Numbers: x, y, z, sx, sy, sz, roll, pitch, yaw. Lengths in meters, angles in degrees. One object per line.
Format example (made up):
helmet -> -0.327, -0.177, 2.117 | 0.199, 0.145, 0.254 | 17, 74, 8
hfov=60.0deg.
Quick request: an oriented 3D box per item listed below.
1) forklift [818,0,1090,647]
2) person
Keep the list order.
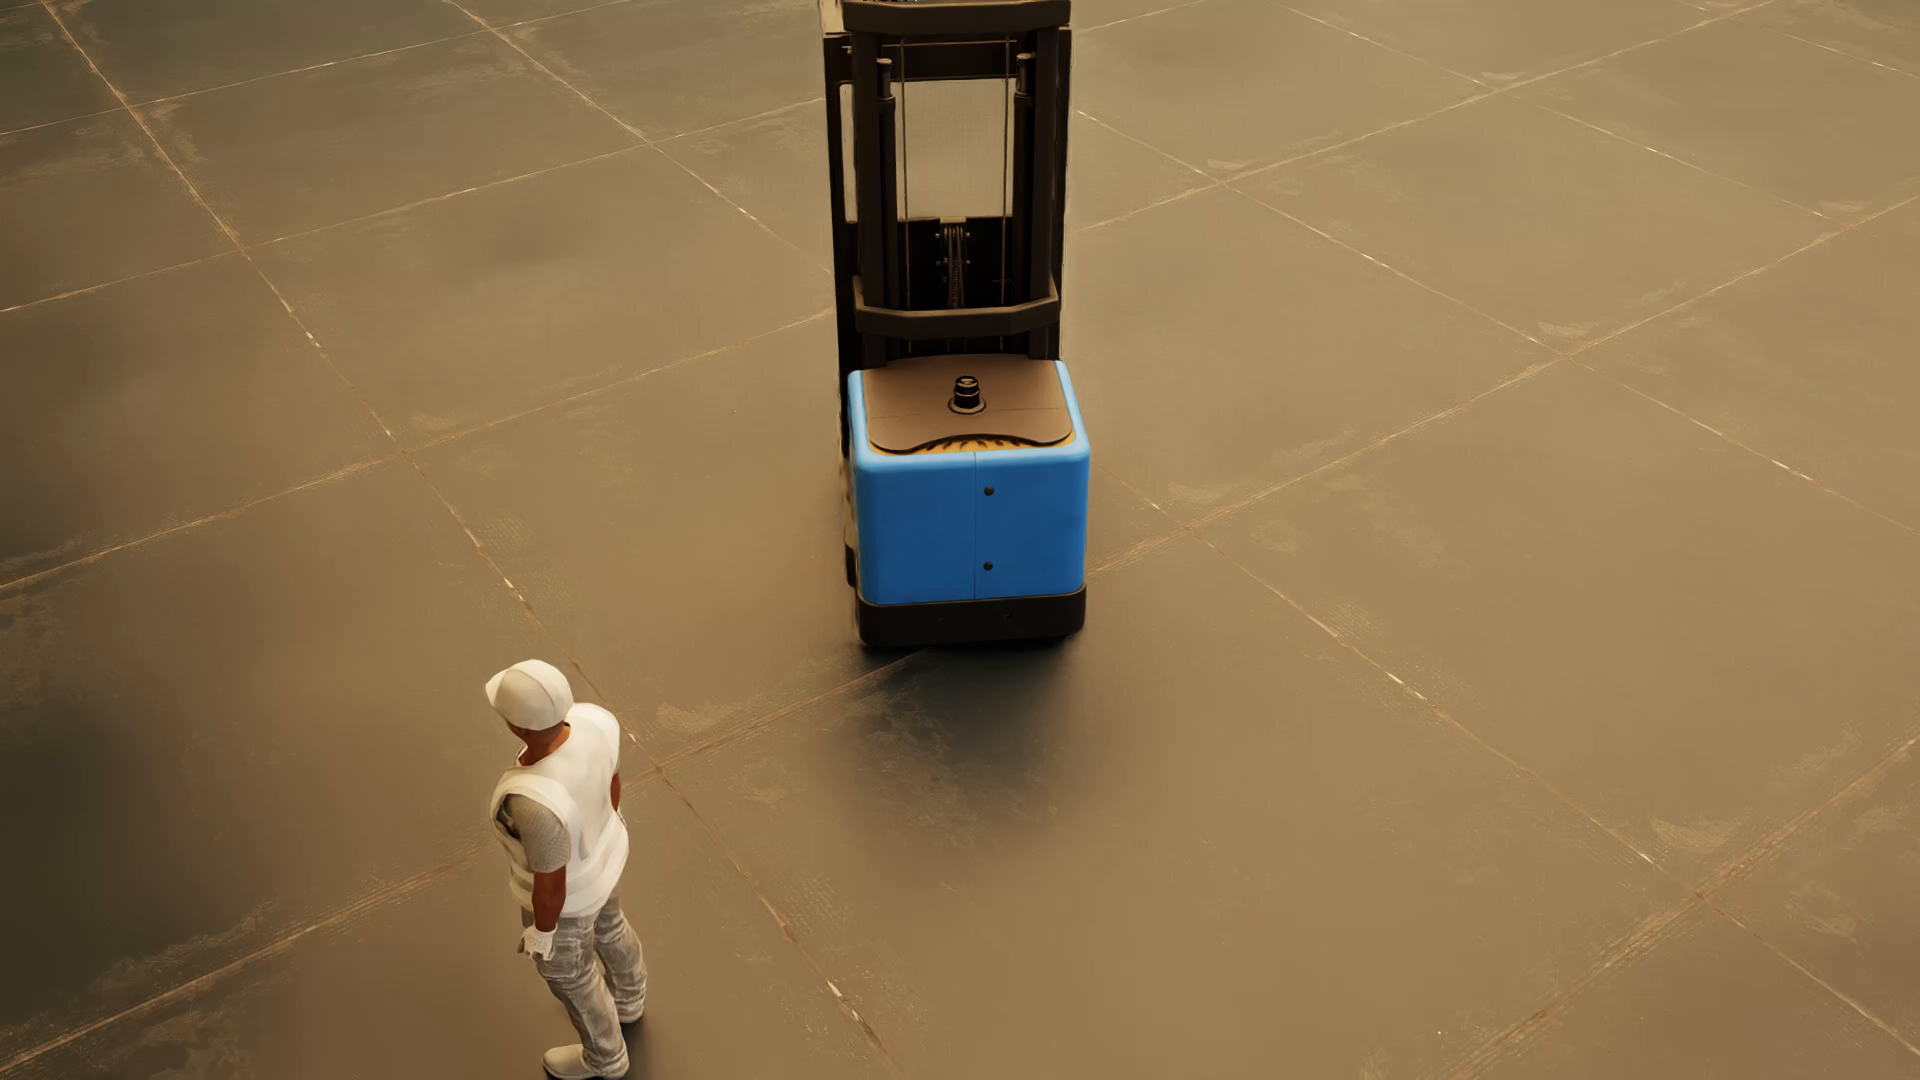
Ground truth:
forklift -> -0.082, -1.549, 8.039 | 1.130, 2.935, 3.031 | -3, 37, -5
person -> -1.295, 1.083, 5.446 | 0.390, 1.790, 0.612 | 8, 37, 11
